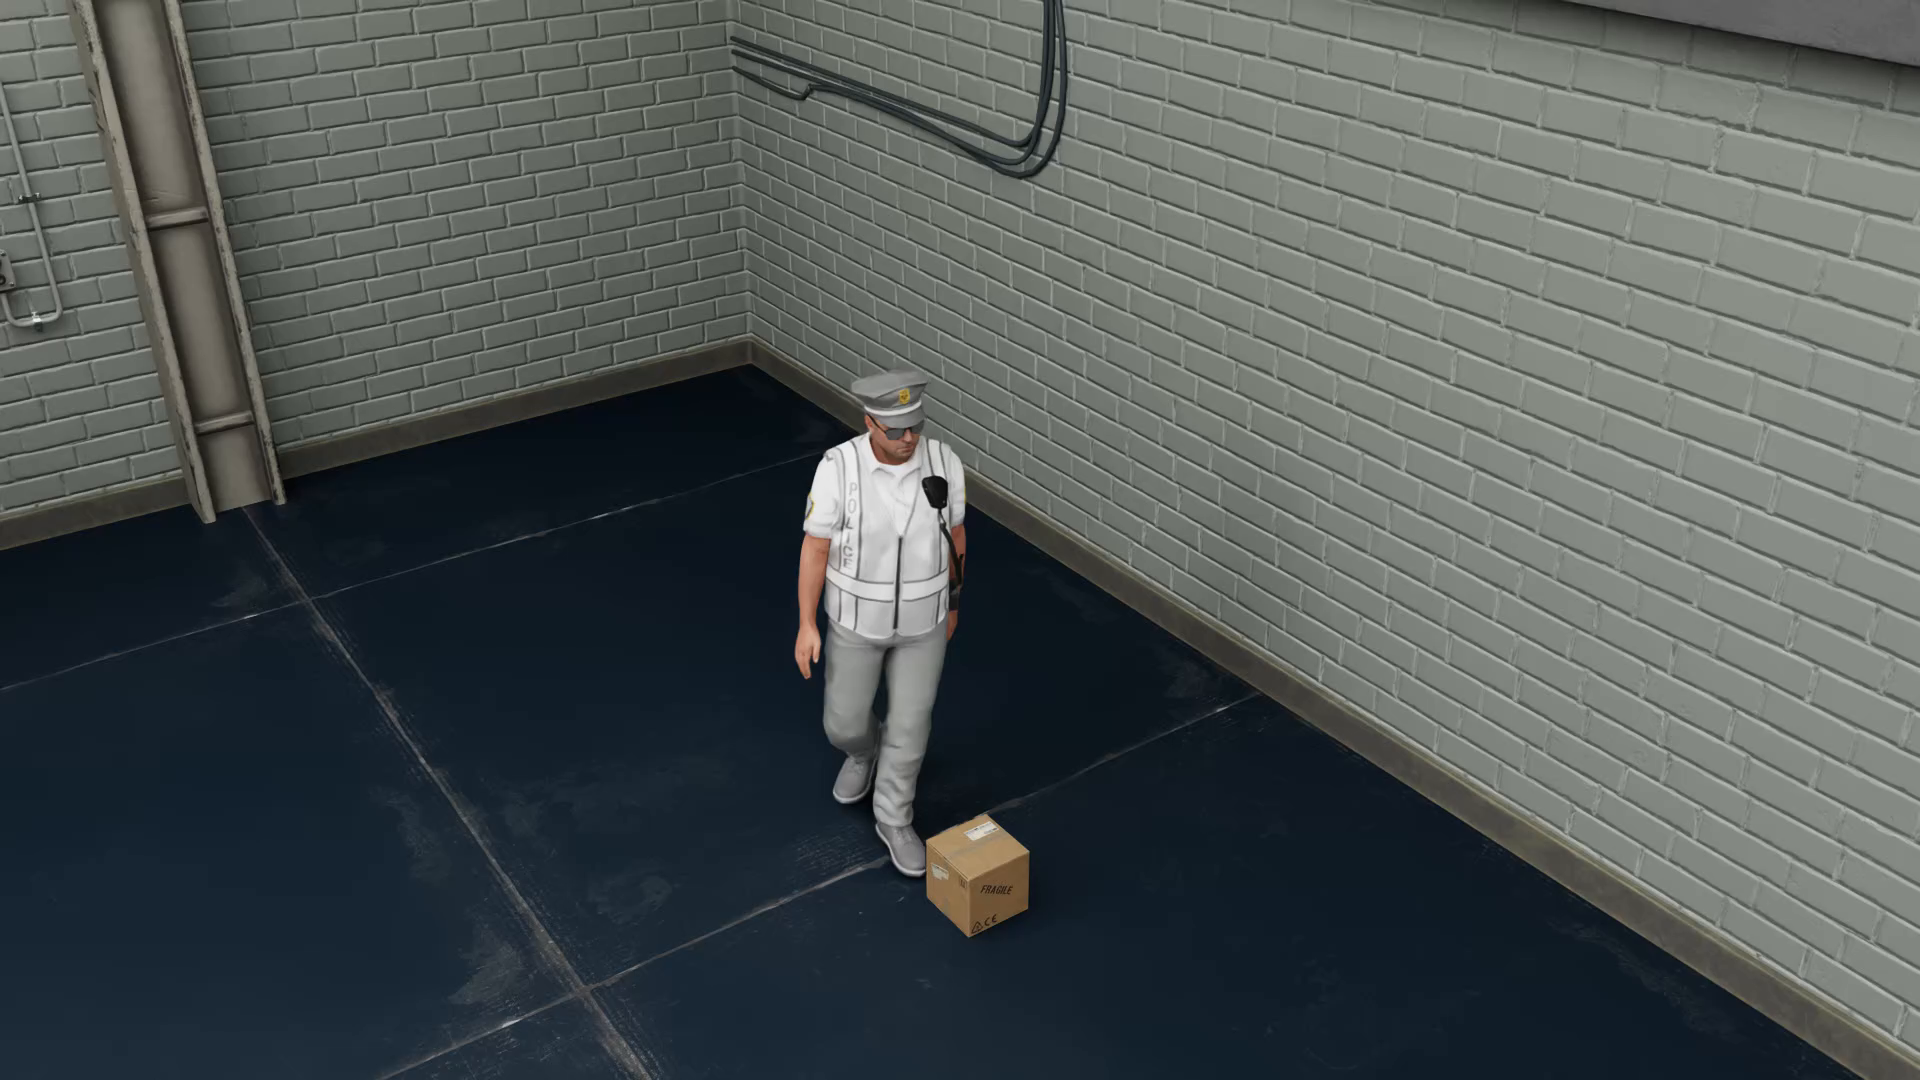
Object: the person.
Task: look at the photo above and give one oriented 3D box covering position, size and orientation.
[{"bbox_3d":[-0.262,0.262,5.609,0.608,1.744,0.662,-5,29,-9],"label":"person"}]
